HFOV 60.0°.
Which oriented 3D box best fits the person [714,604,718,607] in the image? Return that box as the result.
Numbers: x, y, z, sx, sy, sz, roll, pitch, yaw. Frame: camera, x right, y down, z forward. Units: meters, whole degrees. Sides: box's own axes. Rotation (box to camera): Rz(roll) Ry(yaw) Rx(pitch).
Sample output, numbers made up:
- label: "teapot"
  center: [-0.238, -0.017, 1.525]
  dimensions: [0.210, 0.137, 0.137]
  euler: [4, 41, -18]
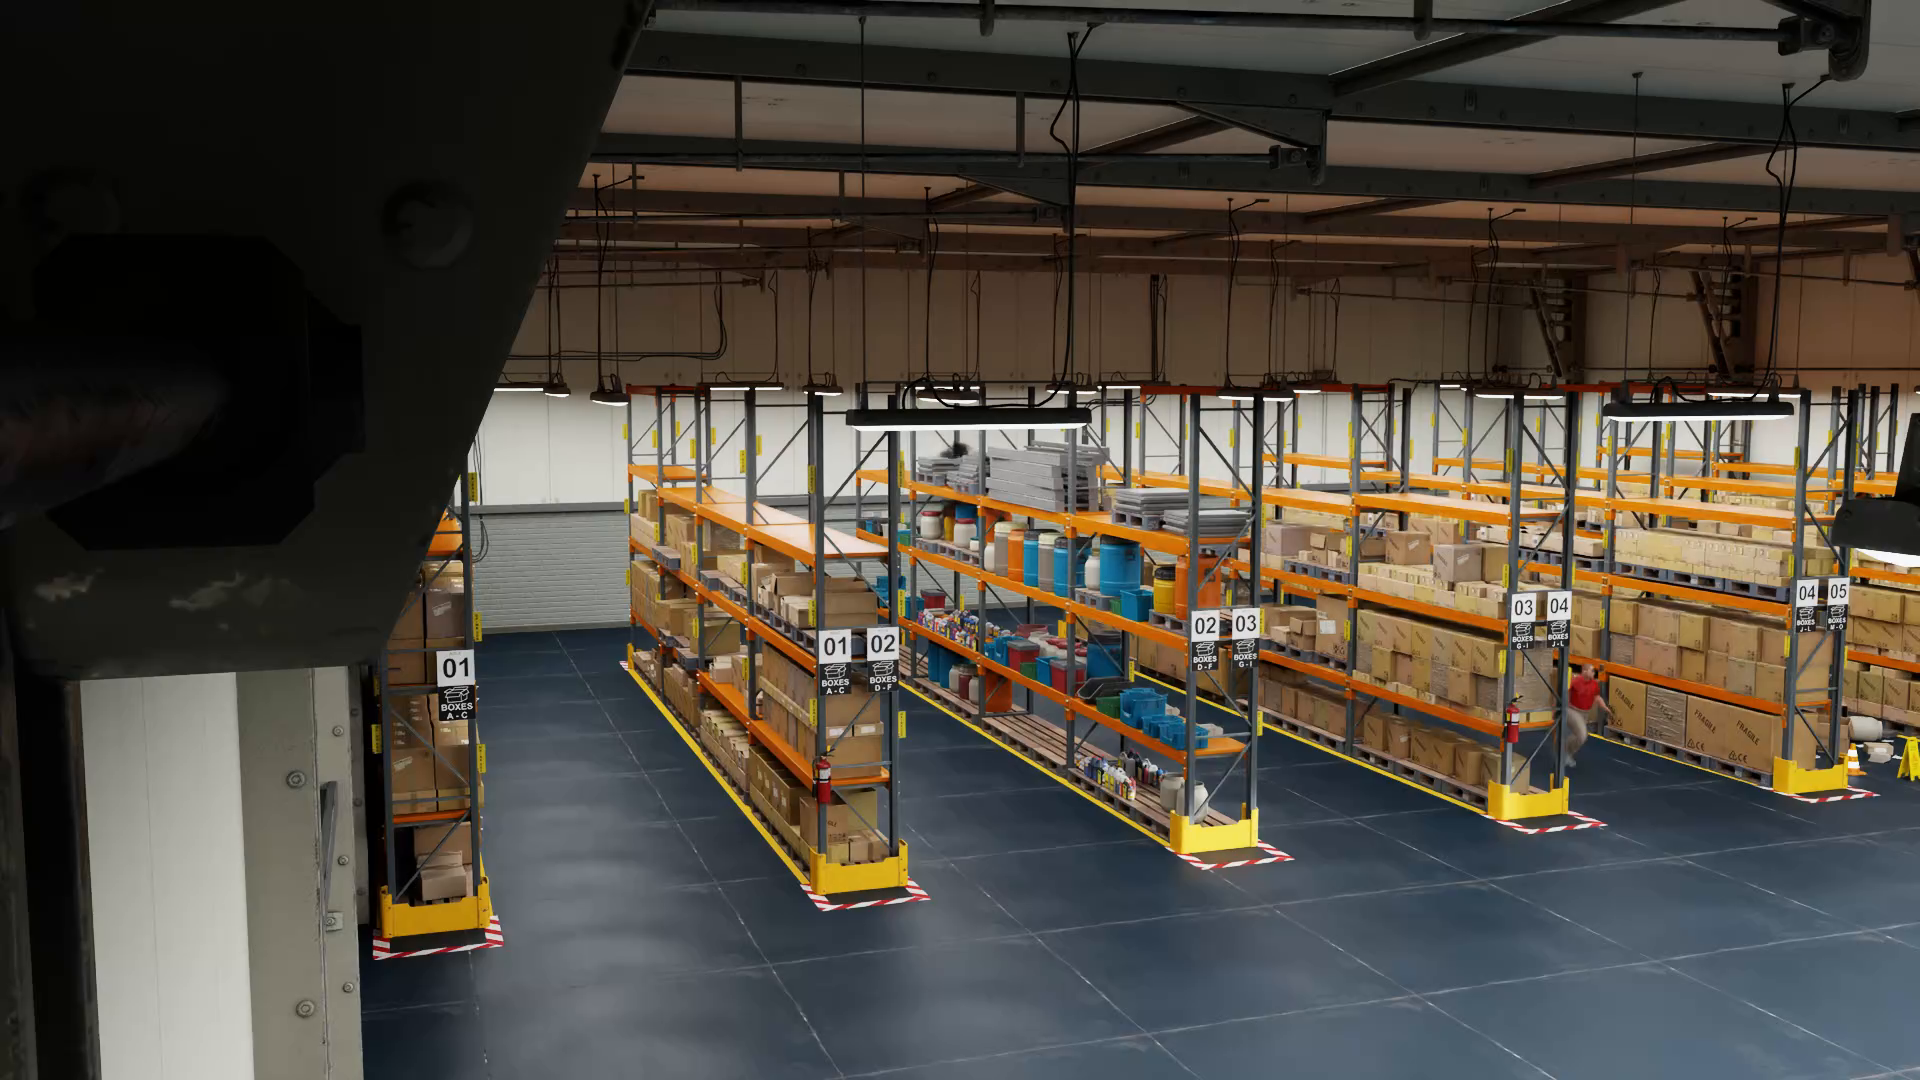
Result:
- label: "person"
  center: [-5.307, 1.763, 36.638]
  dimensions: [0.732, 1.615, 0.952]
  euler: [-5, 8, -39]

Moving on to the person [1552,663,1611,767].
- label: "person"
  center: [9.859, 2.769, 26.324]
  dimensions: [0.629, 1.678, 0.828]
  euler: [-4, 7, -31]
